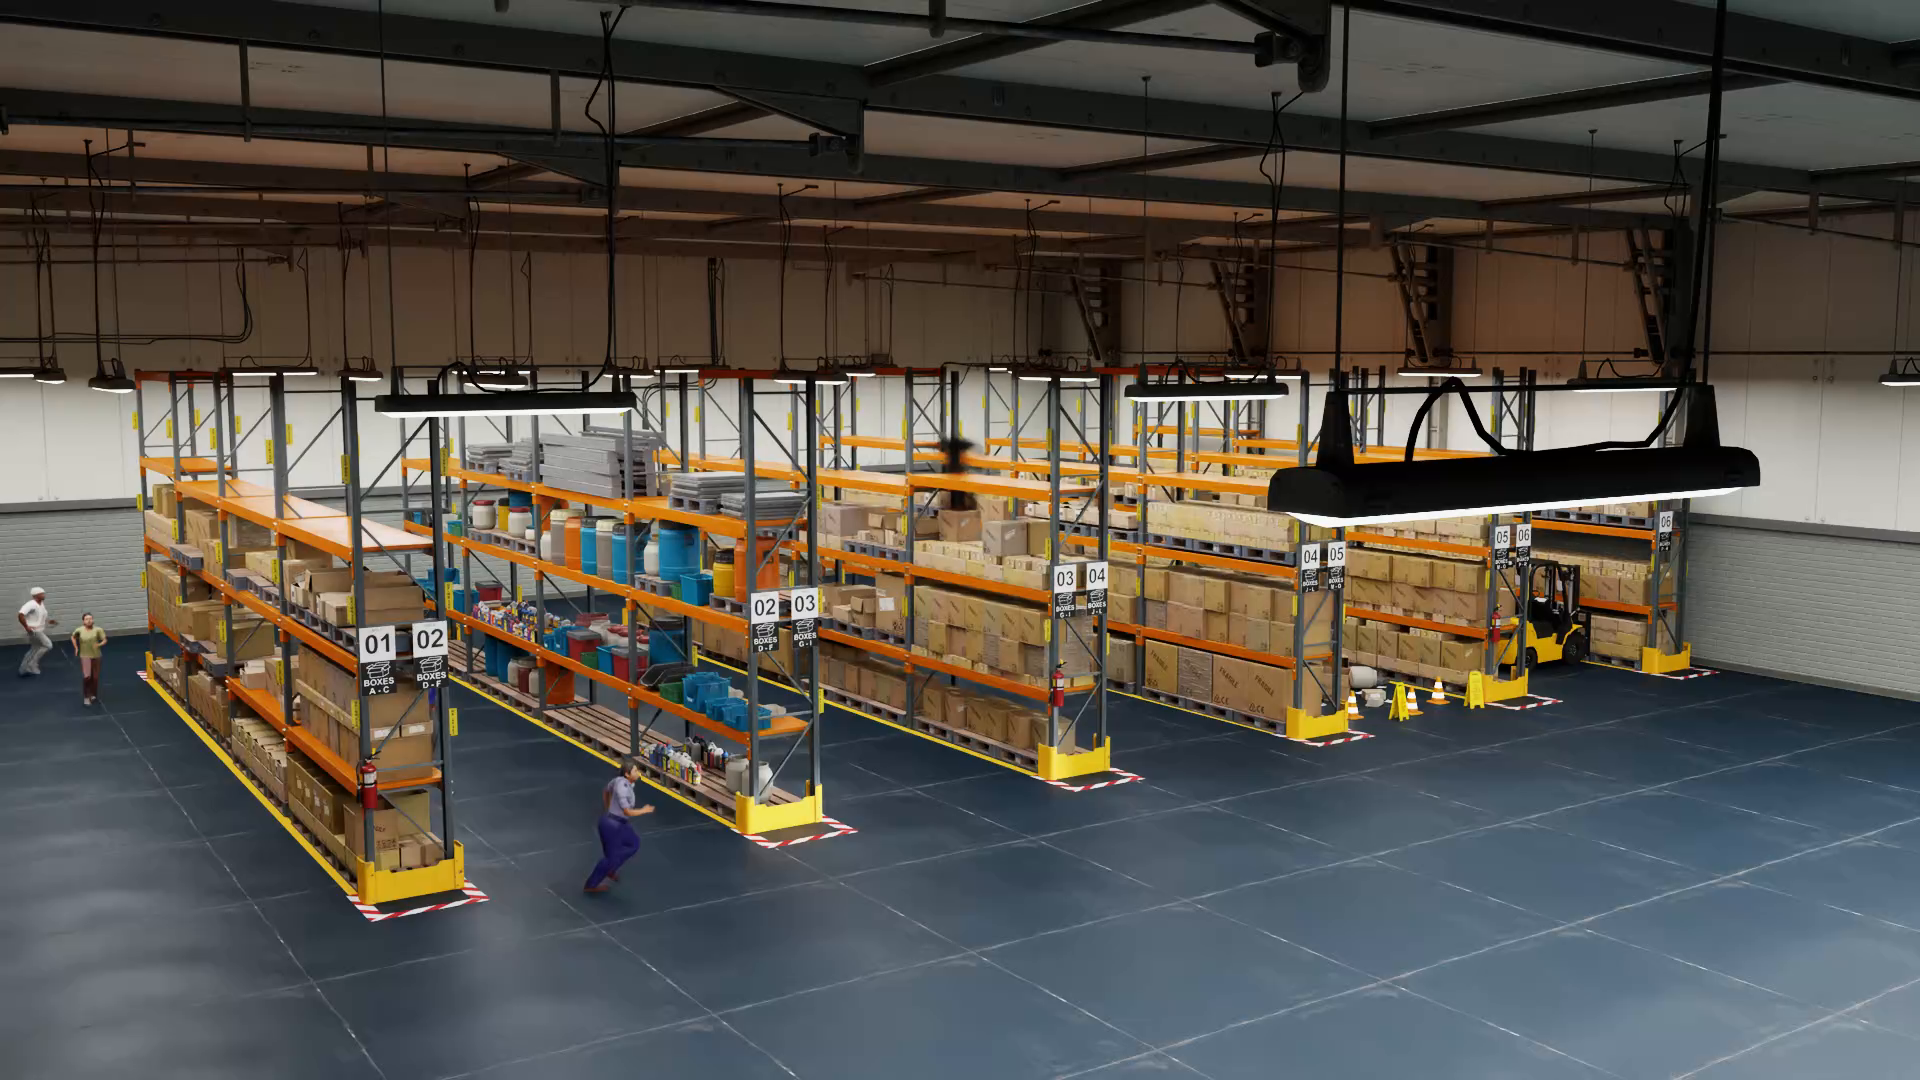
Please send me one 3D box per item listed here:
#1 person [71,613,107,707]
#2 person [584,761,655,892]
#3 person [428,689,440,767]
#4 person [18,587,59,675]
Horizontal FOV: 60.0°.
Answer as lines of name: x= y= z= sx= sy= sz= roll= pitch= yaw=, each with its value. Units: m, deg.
person: x=-15.622 y=2.131 z=29.881 sx=0.563 sy=1.679 sz=0.673 roll=-4 pitch=7 yaw=-31
person: x=-4.016 y=3.359 z=19.589 sx=0.841 sy=1.543 sz=0.614 roll=-1 pitch=7 yaw=-11
person: x=-8.322 y=2.644 z=25.584 sx=0.789 sy=1.641 sz=0.558 roll=4 pitch=8 yaw=33
person: x=-18.157 y=1.783 z=32.712 sx=0.740 sy=1.722 sz=0.653 roll=-2 pitch=7 yaw=-16
